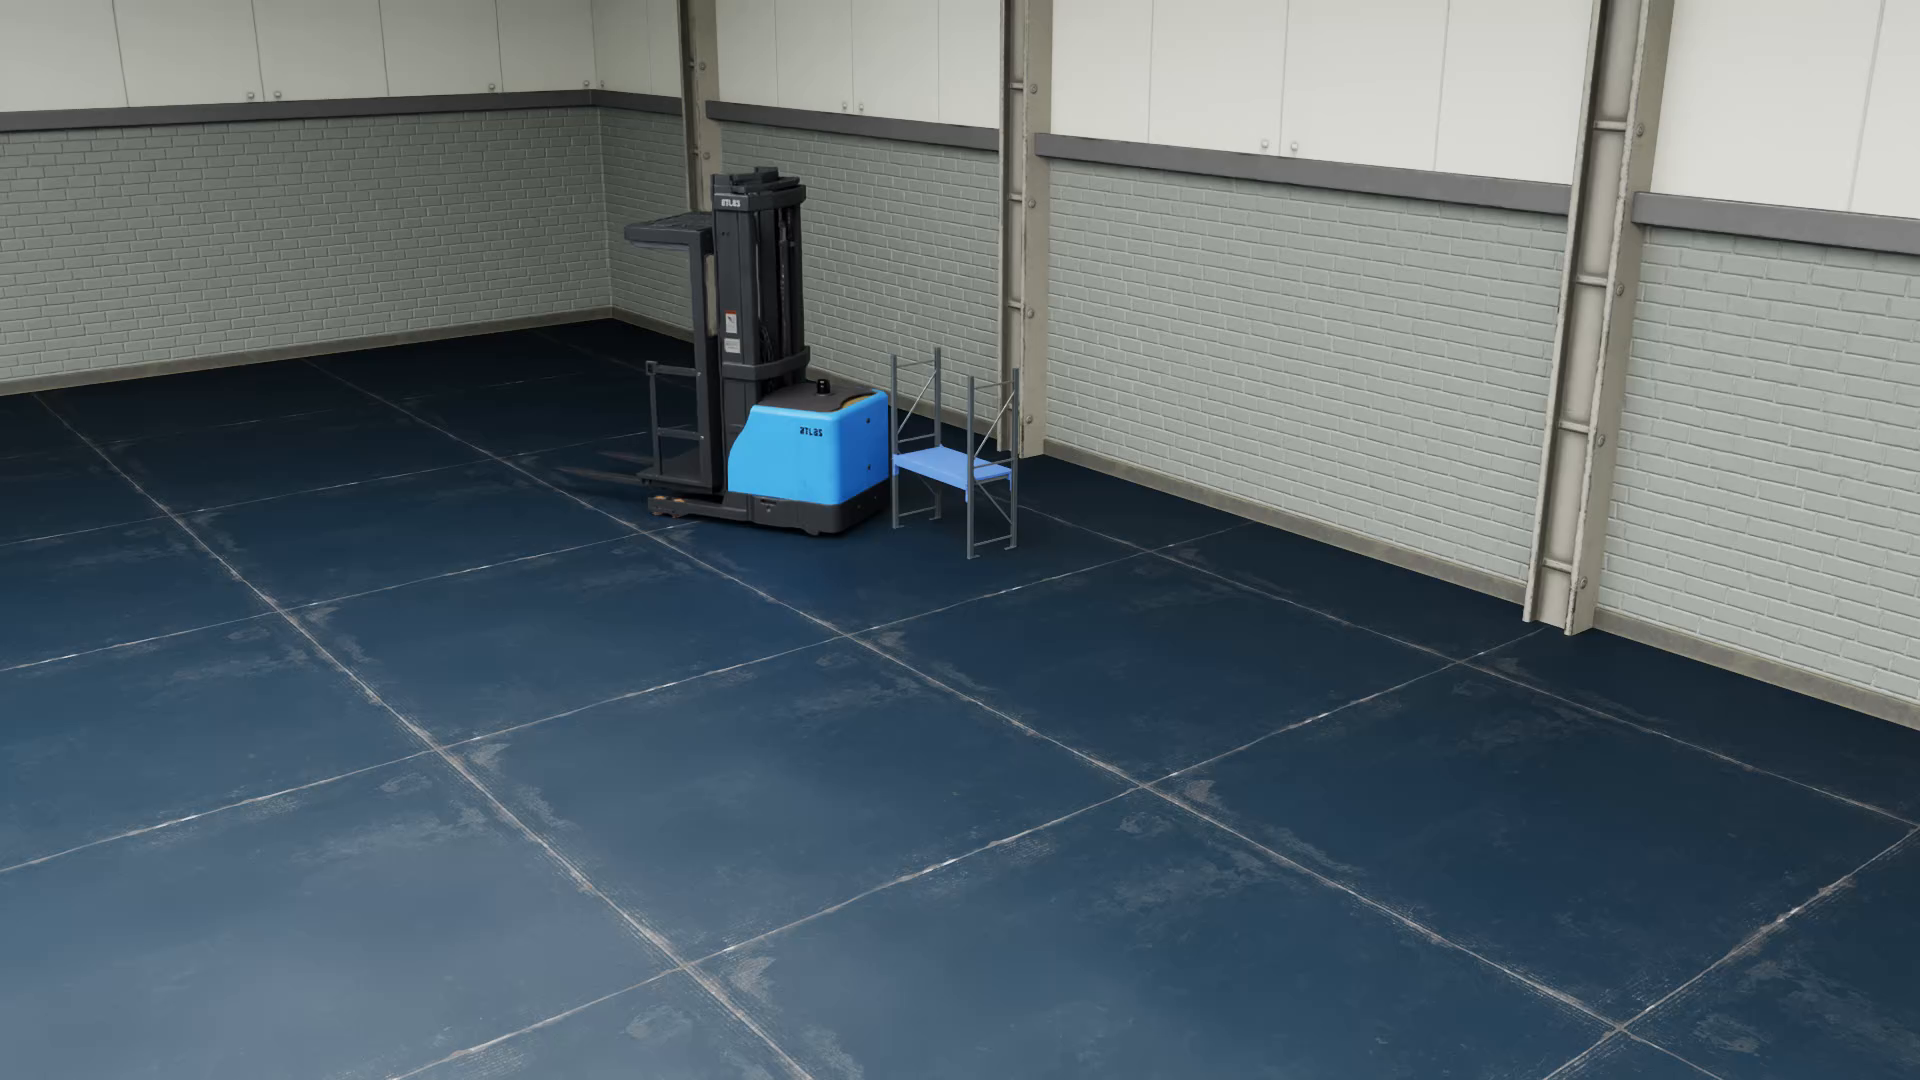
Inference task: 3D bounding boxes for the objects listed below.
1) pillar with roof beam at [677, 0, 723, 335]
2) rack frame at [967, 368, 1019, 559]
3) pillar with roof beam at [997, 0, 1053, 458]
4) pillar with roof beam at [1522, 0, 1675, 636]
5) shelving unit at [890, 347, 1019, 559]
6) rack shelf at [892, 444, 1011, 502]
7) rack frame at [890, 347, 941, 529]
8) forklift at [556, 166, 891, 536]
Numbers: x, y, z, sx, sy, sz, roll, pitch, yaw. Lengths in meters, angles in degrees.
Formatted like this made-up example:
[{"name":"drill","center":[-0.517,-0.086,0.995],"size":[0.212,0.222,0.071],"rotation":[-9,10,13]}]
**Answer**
[{"name":"pillar with roof beam","center":[-6.493,-5.786,17.022],"size":[9.100,9.000,0.400],"rotation":[-14,23,-36]},{"name":"rack frame","center":[0.263,-0.608,13.312],"size":[0.500,1.500,0.032],"rotation":[-14,23,-36]},{"name":"pillar with roof beam","center":[-2.767,-4.308,12.557],"size":[9.100,9.000,0.400],"rotation":[-14,23,-36]},{"name":"pillar with roof beam","center":[0.958,-2.829,8.092],"size":[9.100,9.000,0.400],"rotation":[-14,23,-36]},{"name":"shelving unit","center":[-0.053,-0.733,13.690],"size":[0.538,1.500,1.048],"rotation":[-14,23,-36]},{"name":"rack shelf","center":[-0.053,-0.562,13.747],"size":[0.538,0.185,1.000],"rotation":[-14,23,-36]},{"name":"rack frame","center":[-0.369,-0.858,14.068],"size":[0.500,1.500,0.032],"rotation":[-14,23,-36]},{"name":"forklift","center":[-2.165,-1.721,14.398],"size":[3.031,2.935,1.130],"rotation":[8,20,24]}]
